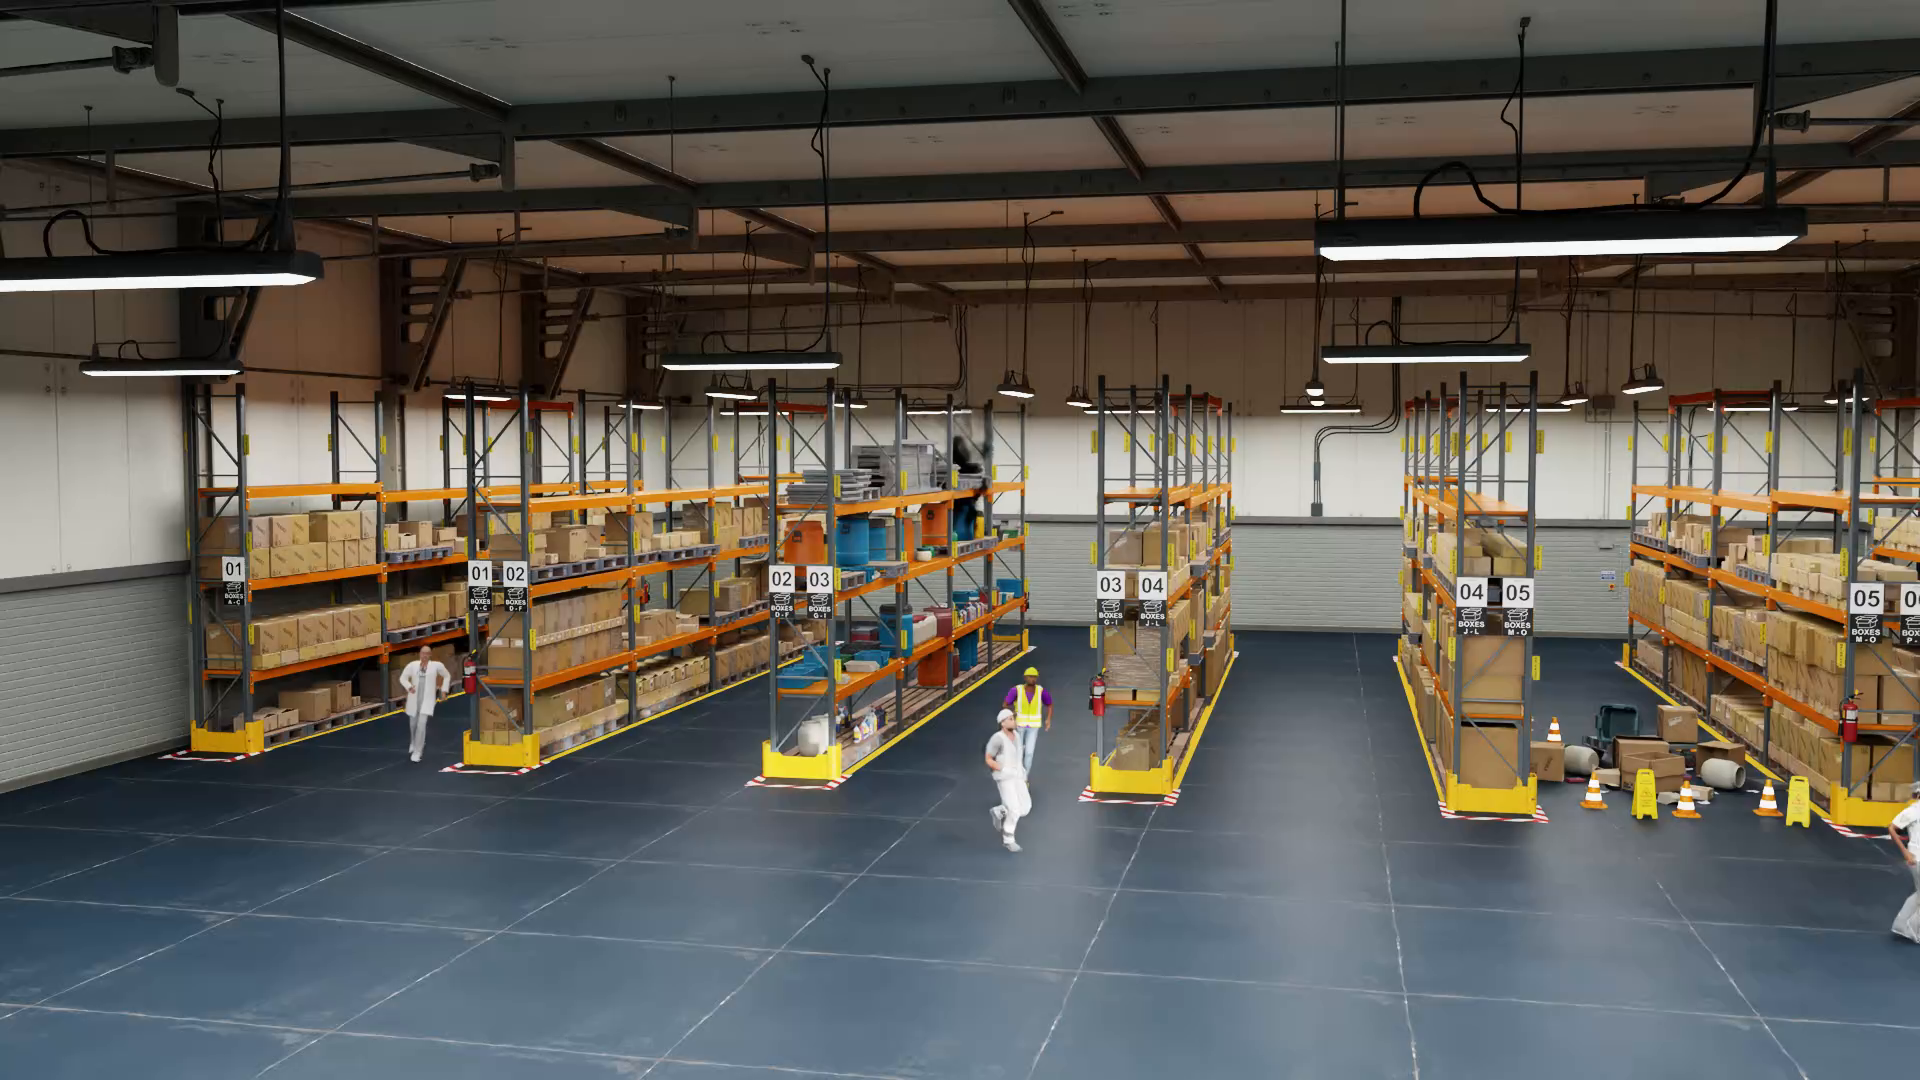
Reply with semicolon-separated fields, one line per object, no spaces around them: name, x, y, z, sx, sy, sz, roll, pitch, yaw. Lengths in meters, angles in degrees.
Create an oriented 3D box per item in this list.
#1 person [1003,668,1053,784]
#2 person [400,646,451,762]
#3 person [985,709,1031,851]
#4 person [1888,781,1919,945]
person;1.009;2.740;24.525;0.759;1.749;0.738;0;3;-6
person;-8.566;2.582;26.602;0.763;1.784;0.976;0;3;-6
person;0.572;2.958;20.617;0.619;1.739;0.698;3;4;39
person;9.654;3.206;16.593;0.545;1.686;0.664;-3;4;-39
